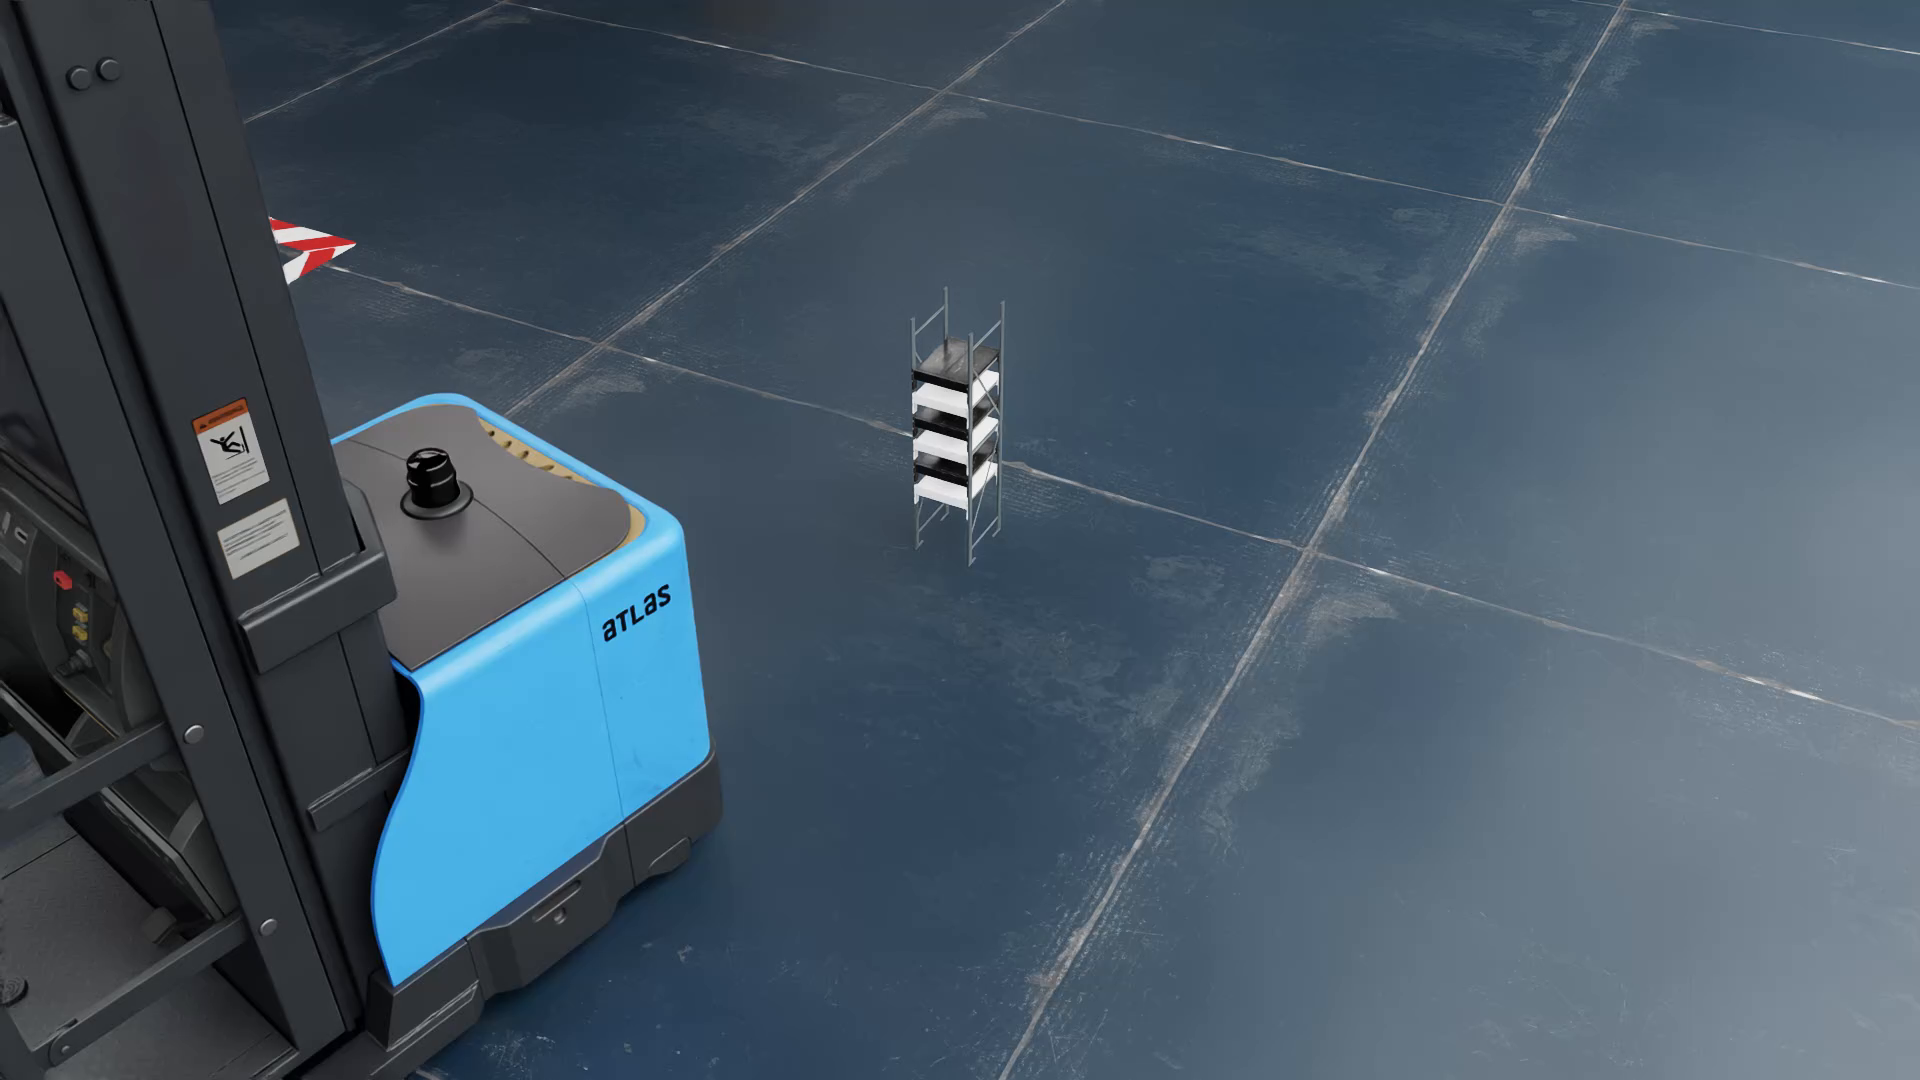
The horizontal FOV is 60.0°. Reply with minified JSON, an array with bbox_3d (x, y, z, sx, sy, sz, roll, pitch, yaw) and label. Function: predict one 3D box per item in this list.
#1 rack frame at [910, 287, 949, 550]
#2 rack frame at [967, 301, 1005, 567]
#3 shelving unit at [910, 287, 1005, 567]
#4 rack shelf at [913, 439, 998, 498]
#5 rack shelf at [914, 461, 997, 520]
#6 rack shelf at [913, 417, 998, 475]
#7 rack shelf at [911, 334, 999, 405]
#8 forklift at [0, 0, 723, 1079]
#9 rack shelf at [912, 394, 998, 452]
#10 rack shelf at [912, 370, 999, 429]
[{"bbox_3d":[-0.097,-0.389,5.518,0.006,0.900,0.240,17,41,21],"label":"rack frame"},{"bbox_3d":[0.083,-0.332,5.444,0.006,0.900,0.240,17,41,21],"label":"rack frame"},{"bbox_3d":[-0.007,-0.361,5.481,0.210,0.900,0.258,17,41,21],"label":"shelving unit"},{"bbox_3d":[-0.007,-0.262,5.555,0.200,0.077,0.258,17,41,21],"label":"rack shelf"},{"bbox_3d":[-0.007,-0.191,5.610,0.200,0.077,0.258,17,41,21],"label":"rack shelf"},{"bbox_3d":[-0.007,-0.334,5.501,0.200,0.077,0.258,17,41,21],"label":"rack shelf"},{"bbox_3d":[-0.007,-0.549,5.338,0.200,0.077,0.258,17,41,21],"label":"rack shelf"},{"bbox_3d":[-1.998,0.129,3.156,1.130,2.935,3.031,27,45,31],"label":"forklift"},{"bbox_3d":[-0.007,-0.406,5.447,0.200,0.077,0.258,17,41,21],"label":"rack shelf"},{"bbox_3d":[-0.007,-0.478,5.392,0.200,0.077,0.258,17,41,21],"label":"rack shelf"}]
